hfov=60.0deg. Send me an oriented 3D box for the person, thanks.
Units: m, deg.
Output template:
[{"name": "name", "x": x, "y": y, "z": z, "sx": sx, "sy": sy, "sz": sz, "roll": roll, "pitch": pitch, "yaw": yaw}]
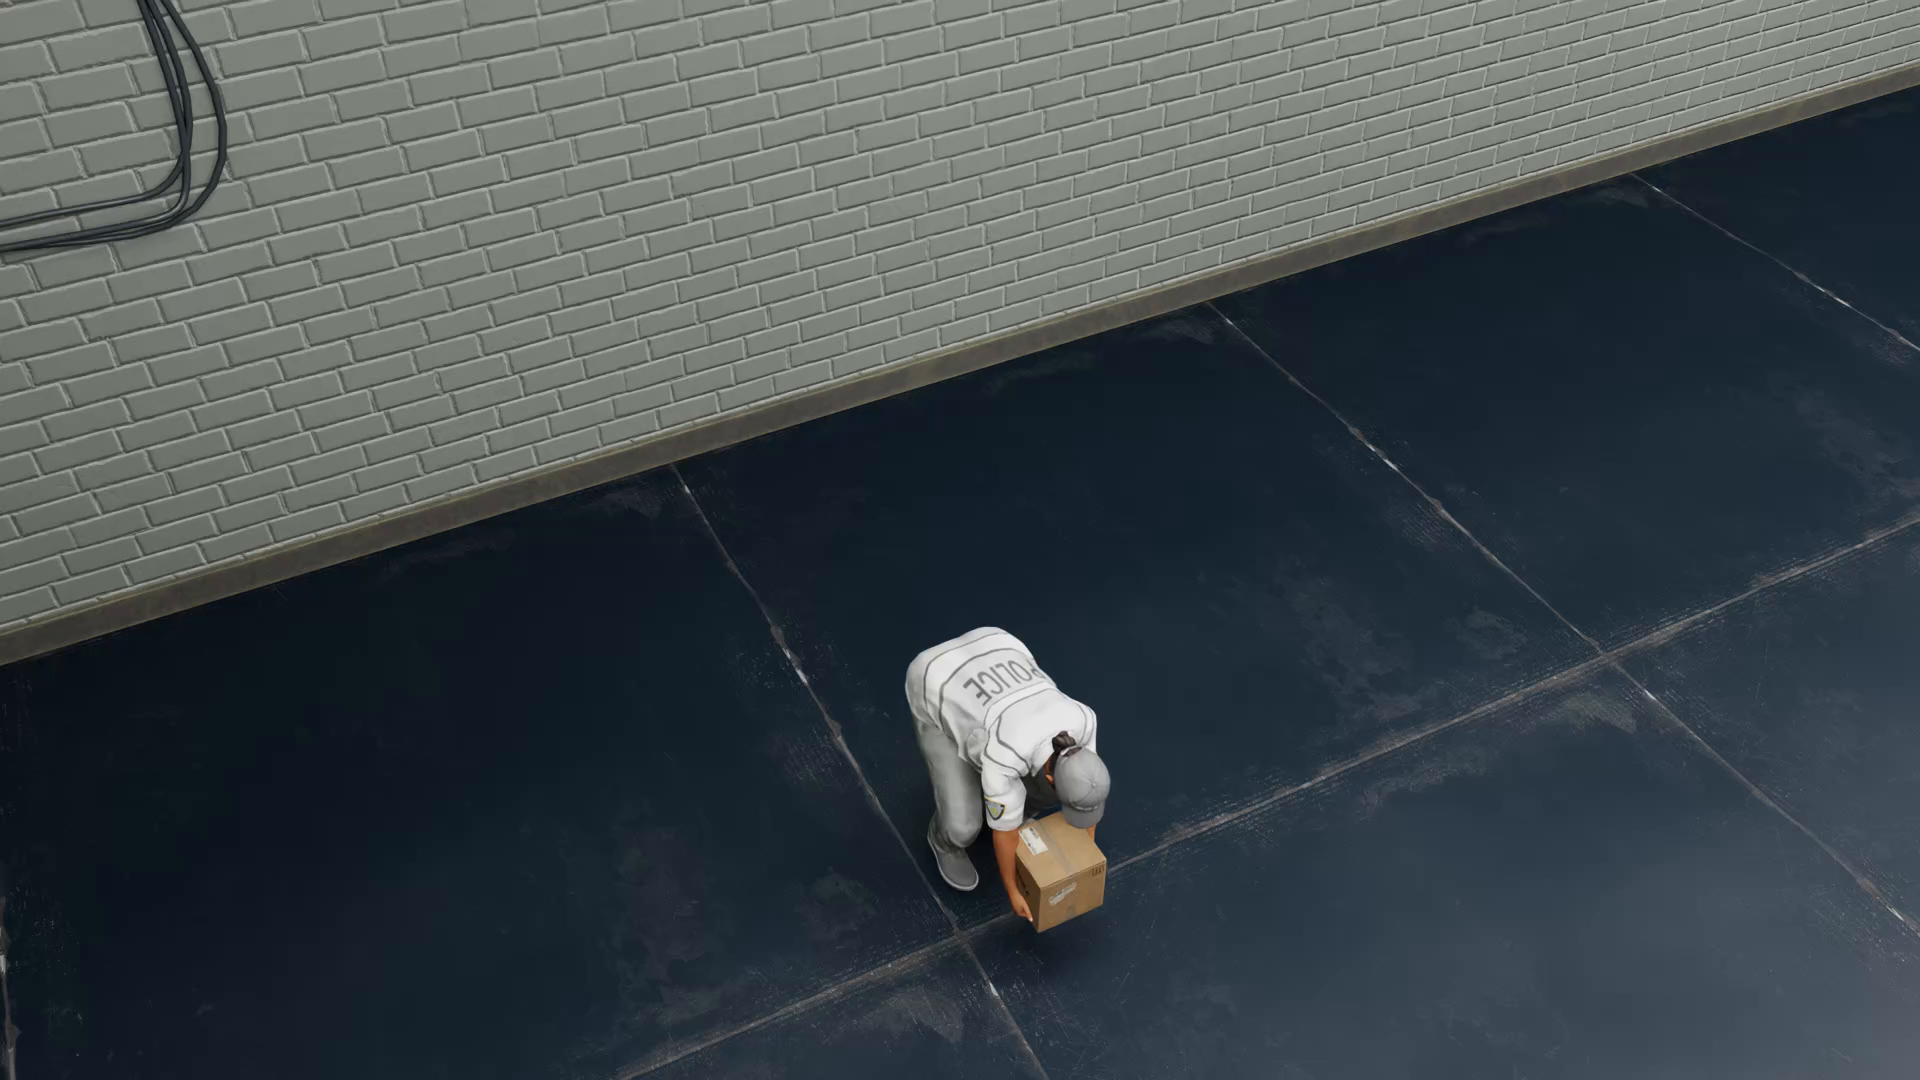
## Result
[{"name": "person", "x": 0.180, "y": 0.846, "z": 5.683, "sx": 0.512, "sy": 1.031, "sz": 0.938, "roll": -21, "pitch": 46, "yaw": -22}]
